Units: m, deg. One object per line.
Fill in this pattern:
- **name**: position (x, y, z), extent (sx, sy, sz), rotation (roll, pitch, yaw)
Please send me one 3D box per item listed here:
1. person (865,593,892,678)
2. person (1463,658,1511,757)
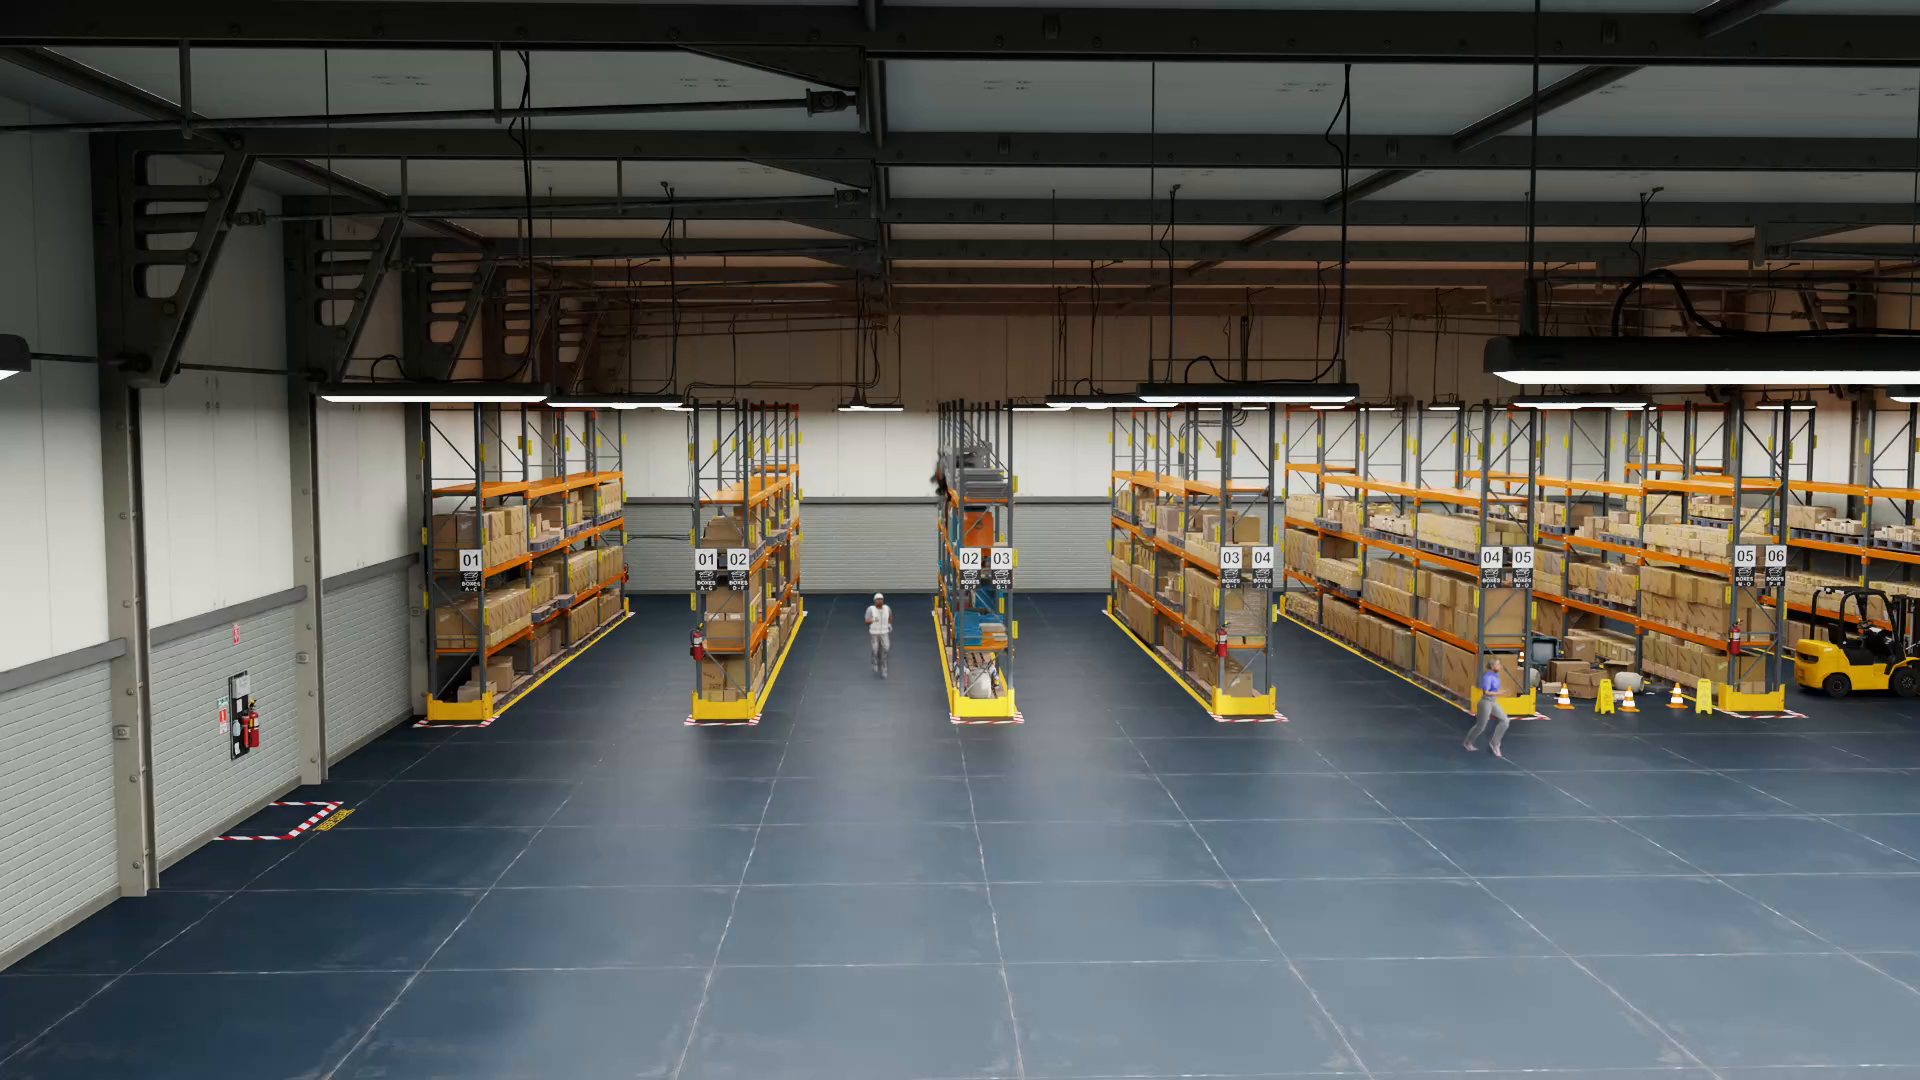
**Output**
- **person**: position (-1.756, 2.077, 36.259), extent (0.654, 1.835, 0.735), rotation (-1, 4, -14)
- **person**: position (8.828, 2.793, 27.836), extent (0.820, 1.670, 0.600), rotation (4, 6, 40)
